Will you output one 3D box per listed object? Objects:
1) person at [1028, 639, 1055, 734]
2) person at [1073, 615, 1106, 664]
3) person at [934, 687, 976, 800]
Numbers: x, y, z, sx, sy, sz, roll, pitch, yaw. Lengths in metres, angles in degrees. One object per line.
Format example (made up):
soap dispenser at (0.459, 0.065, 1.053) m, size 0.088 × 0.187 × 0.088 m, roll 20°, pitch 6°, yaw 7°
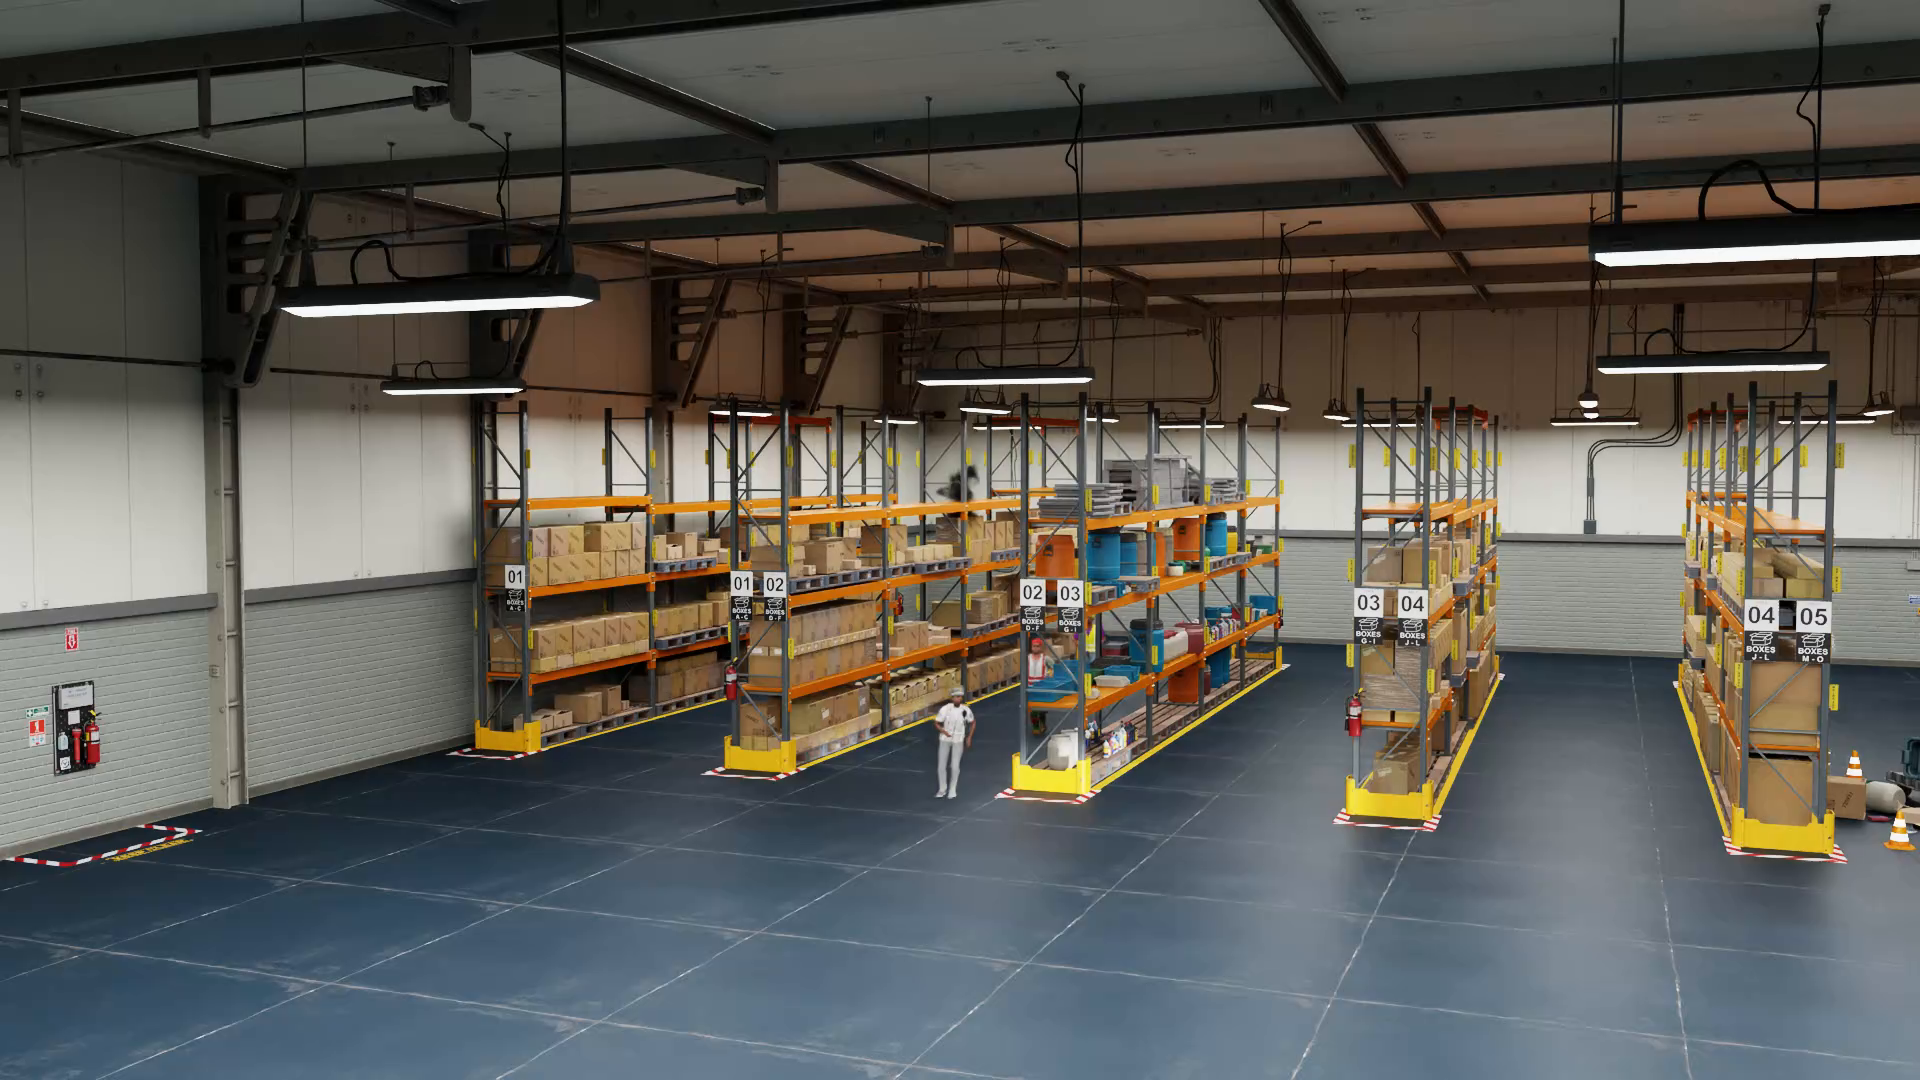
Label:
person at (1.375, 2.659, 30.000) m, size 0.639 × 1.740 × 0.582 m, roll 1°, pitch 3°, yaw 13°
person at (2.752, 2.402, 35.593) m, size 0.691 × 1.721 × 0.585 m, roll 1°, pitch 3°, yaw 10°
person at (-0.088, 2.991, 24.555) m, size 0.607 × 1.645 × 0.583 m, roll 0°, pitch 3°, yaw 5°
